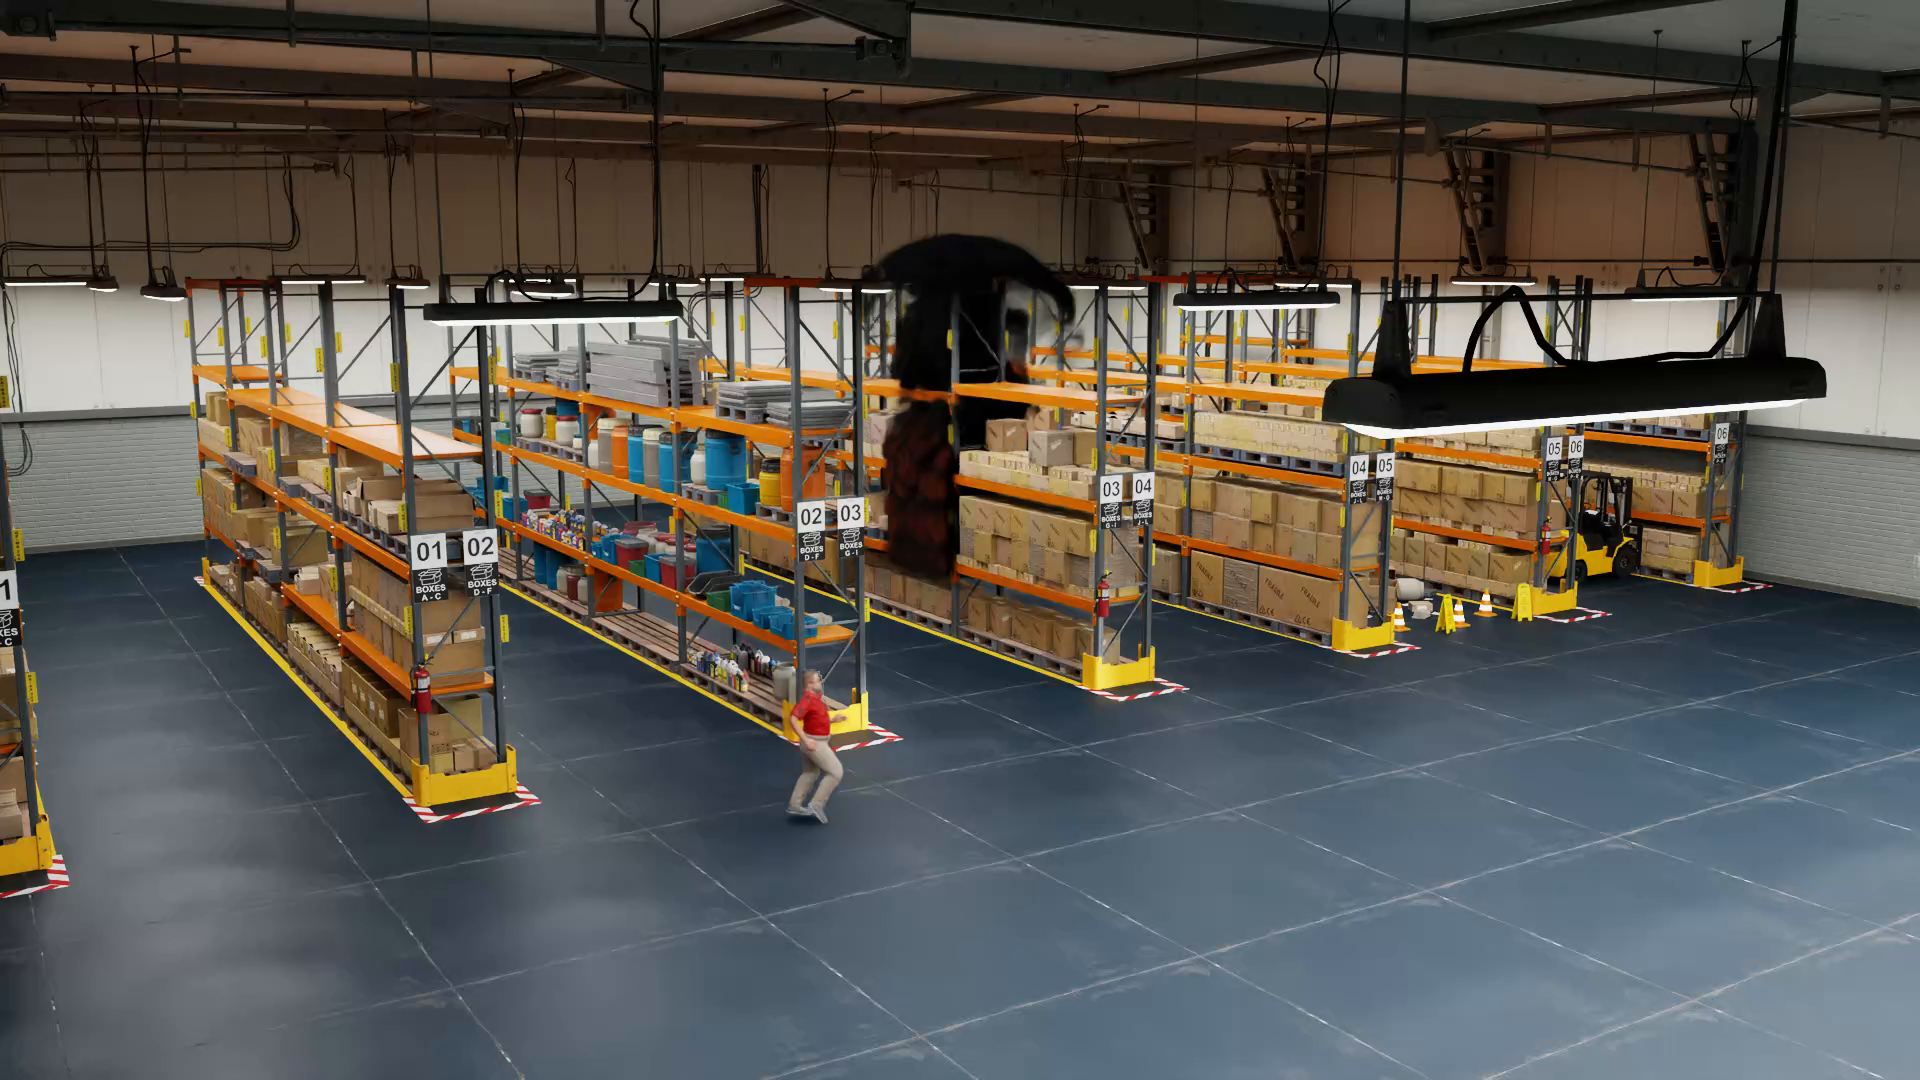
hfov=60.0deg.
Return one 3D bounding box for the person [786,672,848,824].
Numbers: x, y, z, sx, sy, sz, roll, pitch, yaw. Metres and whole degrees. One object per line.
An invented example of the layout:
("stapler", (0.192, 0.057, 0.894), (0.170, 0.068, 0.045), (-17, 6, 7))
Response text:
("person", (-1.620, 2.360, 18.897), (0.711, 1.759, 0.639), (-1, 10, -8))
